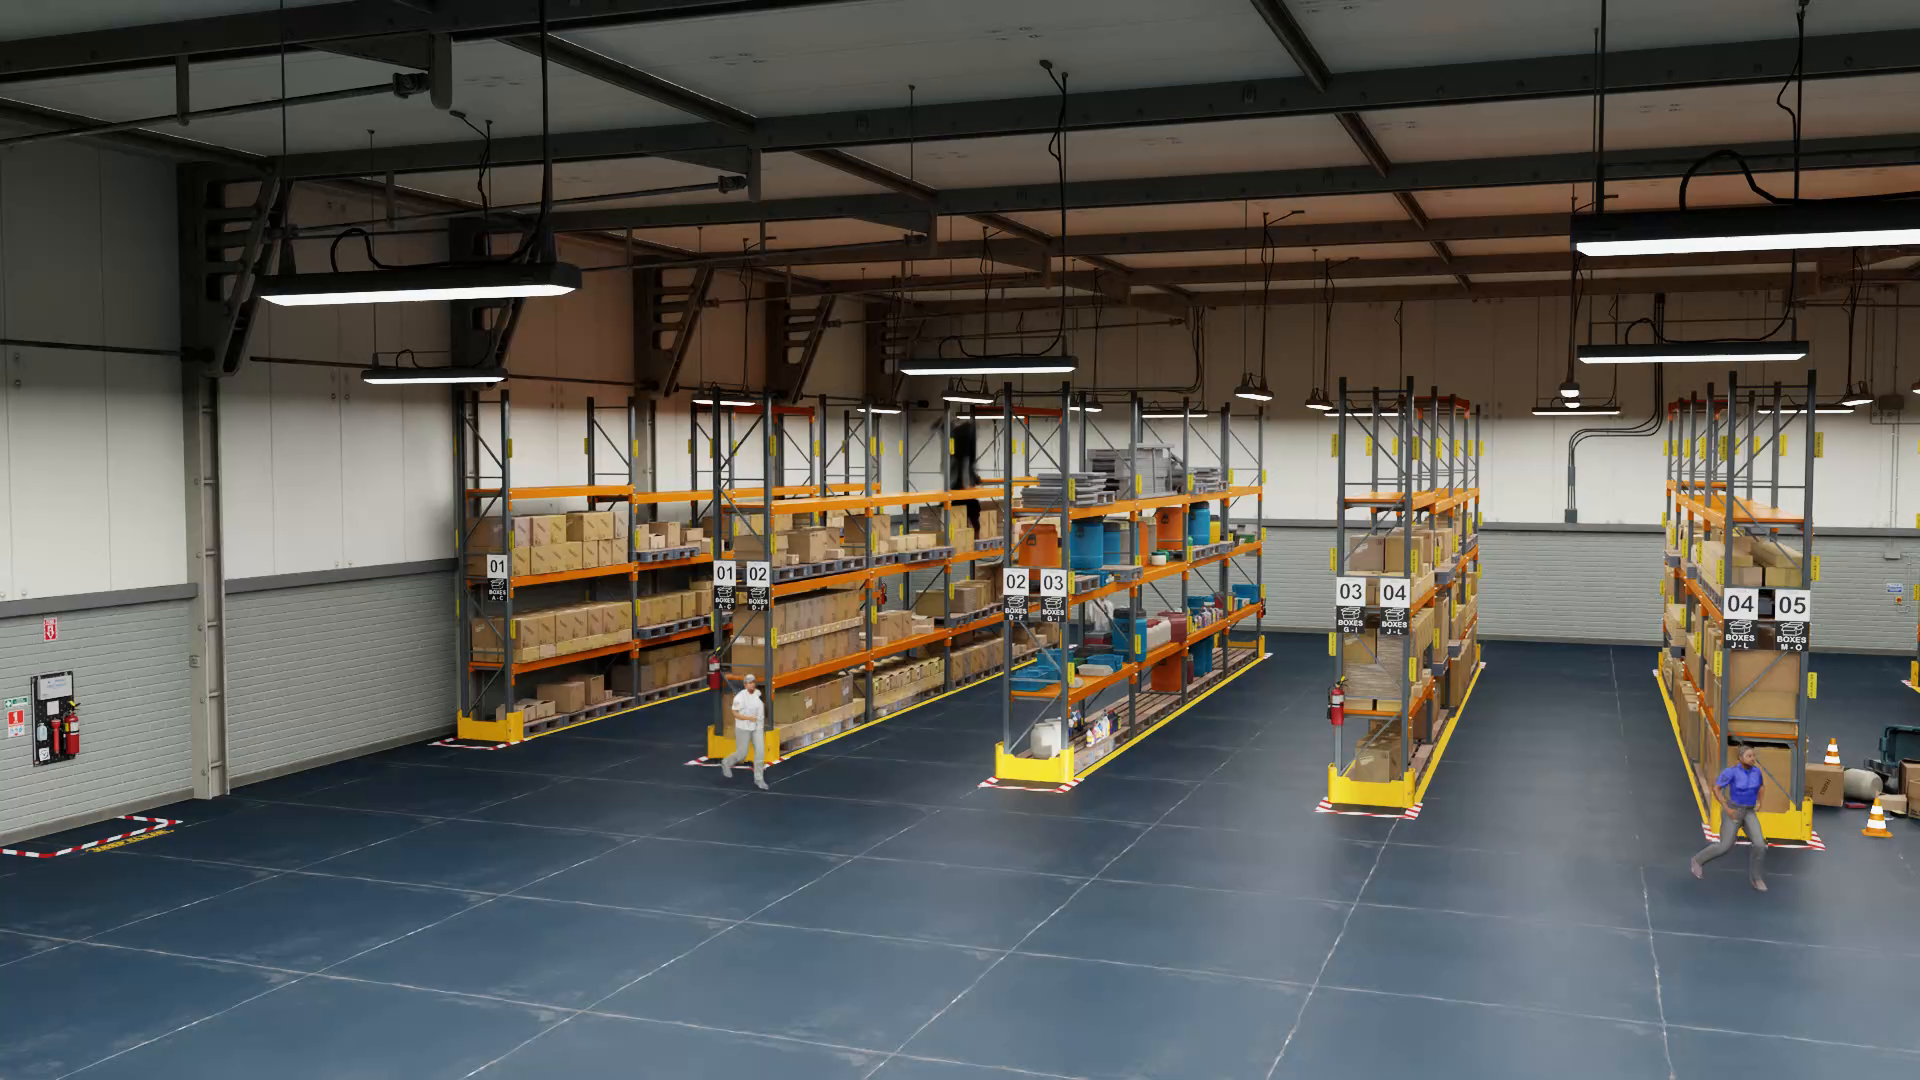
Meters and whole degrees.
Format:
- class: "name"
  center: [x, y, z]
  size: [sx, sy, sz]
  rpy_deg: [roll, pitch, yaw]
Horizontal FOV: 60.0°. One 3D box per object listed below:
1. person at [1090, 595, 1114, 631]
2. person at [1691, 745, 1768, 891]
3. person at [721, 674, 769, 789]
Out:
- class: "person"
  center: [3.236, 1.924, 38.121]
  size: [0.644, 1.668, 0.743]
  rpy_deg: [1, 3, 20]
- class: "person"
  center: [8.875, 3.170, 19.043]
  size: [0.809, 1.657, 0.671]
  rpy_deg: [-1, 3, -15]
- class: "person"
  center: [-3.152, 2.822, 24.717]
  size: [0.615, 1.676, 0.906]
  rpy_deg: [-3, 4, -41]
